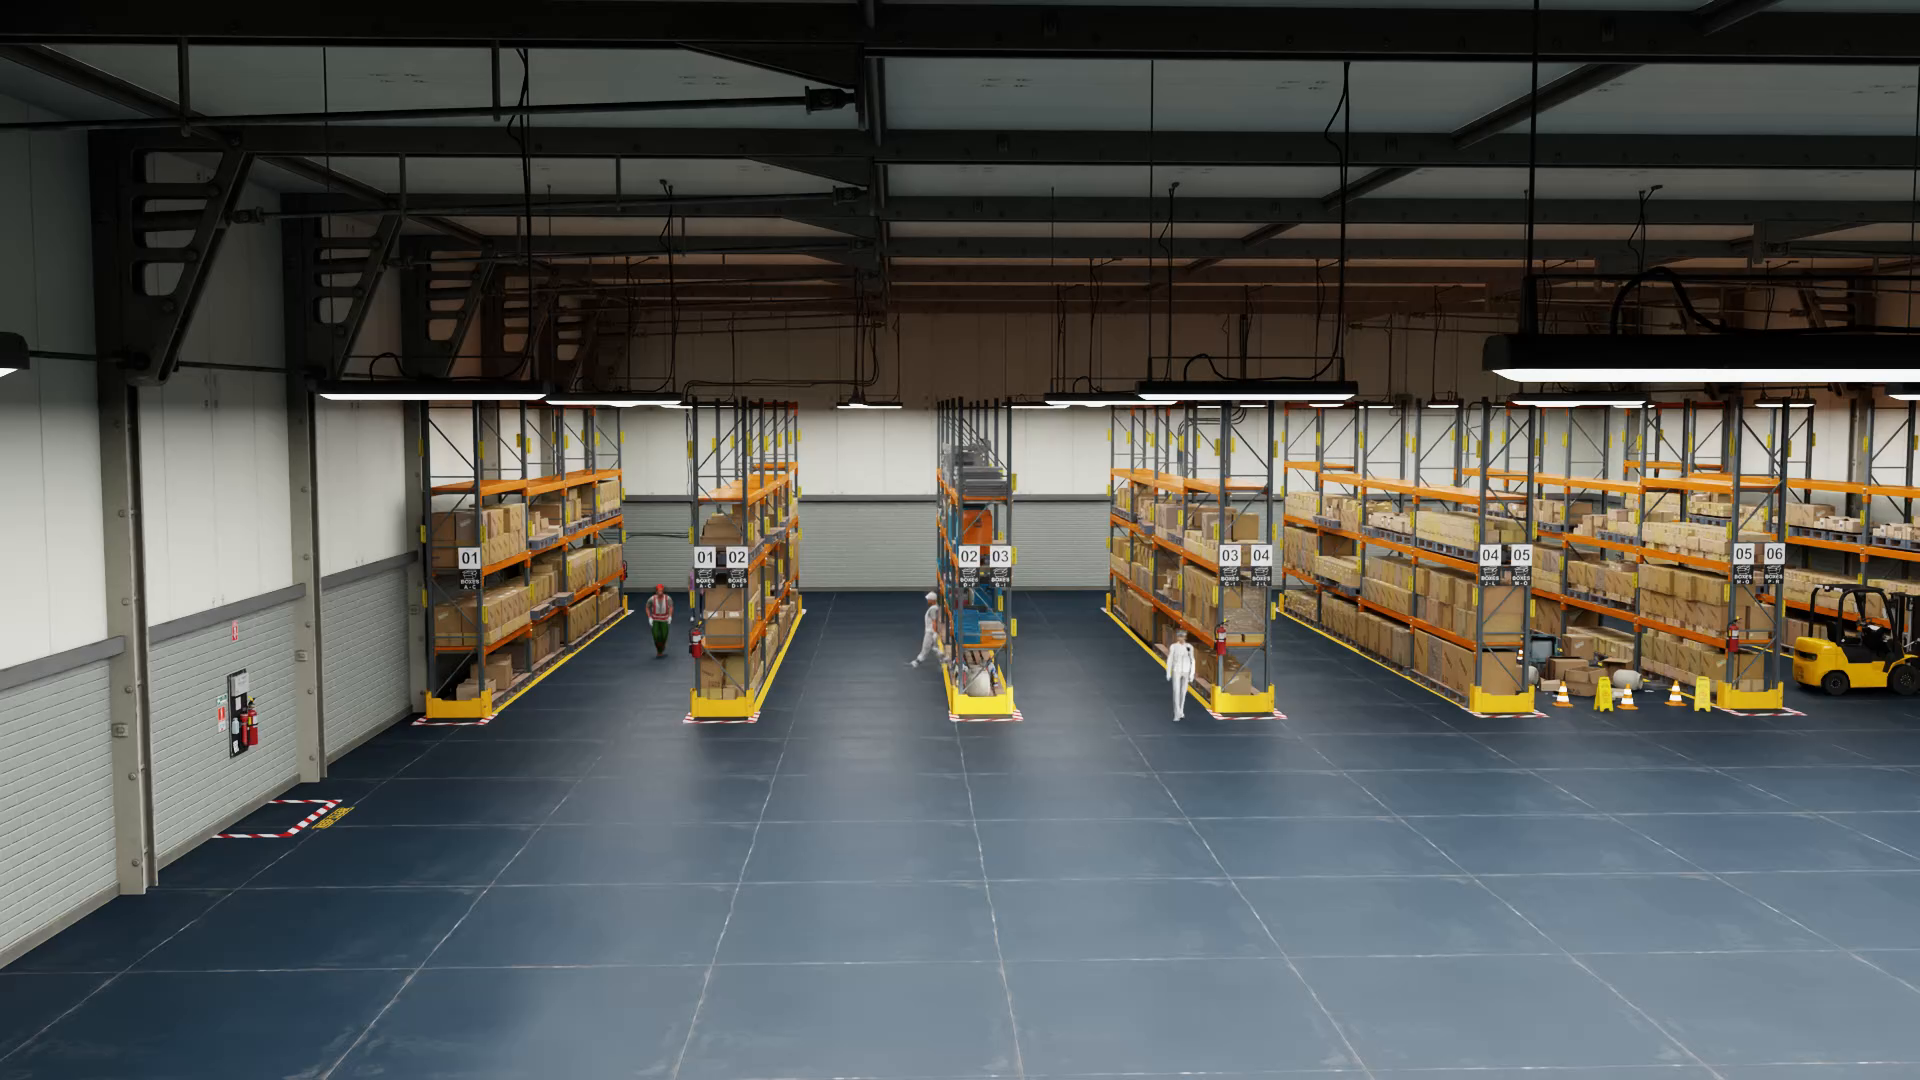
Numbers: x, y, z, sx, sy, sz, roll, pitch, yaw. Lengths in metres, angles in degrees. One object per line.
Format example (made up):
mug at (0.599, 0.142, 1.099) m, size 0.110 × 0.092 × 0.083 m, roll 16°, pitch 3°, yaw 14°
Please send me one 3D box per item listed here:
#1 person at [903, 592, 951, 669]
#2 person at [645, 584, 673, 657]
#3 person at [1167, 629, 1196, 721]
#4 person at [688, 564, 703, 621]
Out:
person at (-0.700, 1.993, 36.537) m, size 1.023 × 1.706 × 0.554 m, roll 1°, pitch 5°, yaw 18°
person at (-7.044, 1.869, 38.961) m, size 0.626 × 1.713 × 0.704 m, roll -1°, pitch 4°, yaw -9°
person at (4.128, 2.534, 30.968) m, size 0.520 × 1.755 × 0.557 m, roll 0°, pitch 4°, yaw -2°
person at (-7.236, 1.414, 45.519) m, size 0.444 × 1.540 × 0.972 m, roll 0°, pitch 4°, yaw -4°
